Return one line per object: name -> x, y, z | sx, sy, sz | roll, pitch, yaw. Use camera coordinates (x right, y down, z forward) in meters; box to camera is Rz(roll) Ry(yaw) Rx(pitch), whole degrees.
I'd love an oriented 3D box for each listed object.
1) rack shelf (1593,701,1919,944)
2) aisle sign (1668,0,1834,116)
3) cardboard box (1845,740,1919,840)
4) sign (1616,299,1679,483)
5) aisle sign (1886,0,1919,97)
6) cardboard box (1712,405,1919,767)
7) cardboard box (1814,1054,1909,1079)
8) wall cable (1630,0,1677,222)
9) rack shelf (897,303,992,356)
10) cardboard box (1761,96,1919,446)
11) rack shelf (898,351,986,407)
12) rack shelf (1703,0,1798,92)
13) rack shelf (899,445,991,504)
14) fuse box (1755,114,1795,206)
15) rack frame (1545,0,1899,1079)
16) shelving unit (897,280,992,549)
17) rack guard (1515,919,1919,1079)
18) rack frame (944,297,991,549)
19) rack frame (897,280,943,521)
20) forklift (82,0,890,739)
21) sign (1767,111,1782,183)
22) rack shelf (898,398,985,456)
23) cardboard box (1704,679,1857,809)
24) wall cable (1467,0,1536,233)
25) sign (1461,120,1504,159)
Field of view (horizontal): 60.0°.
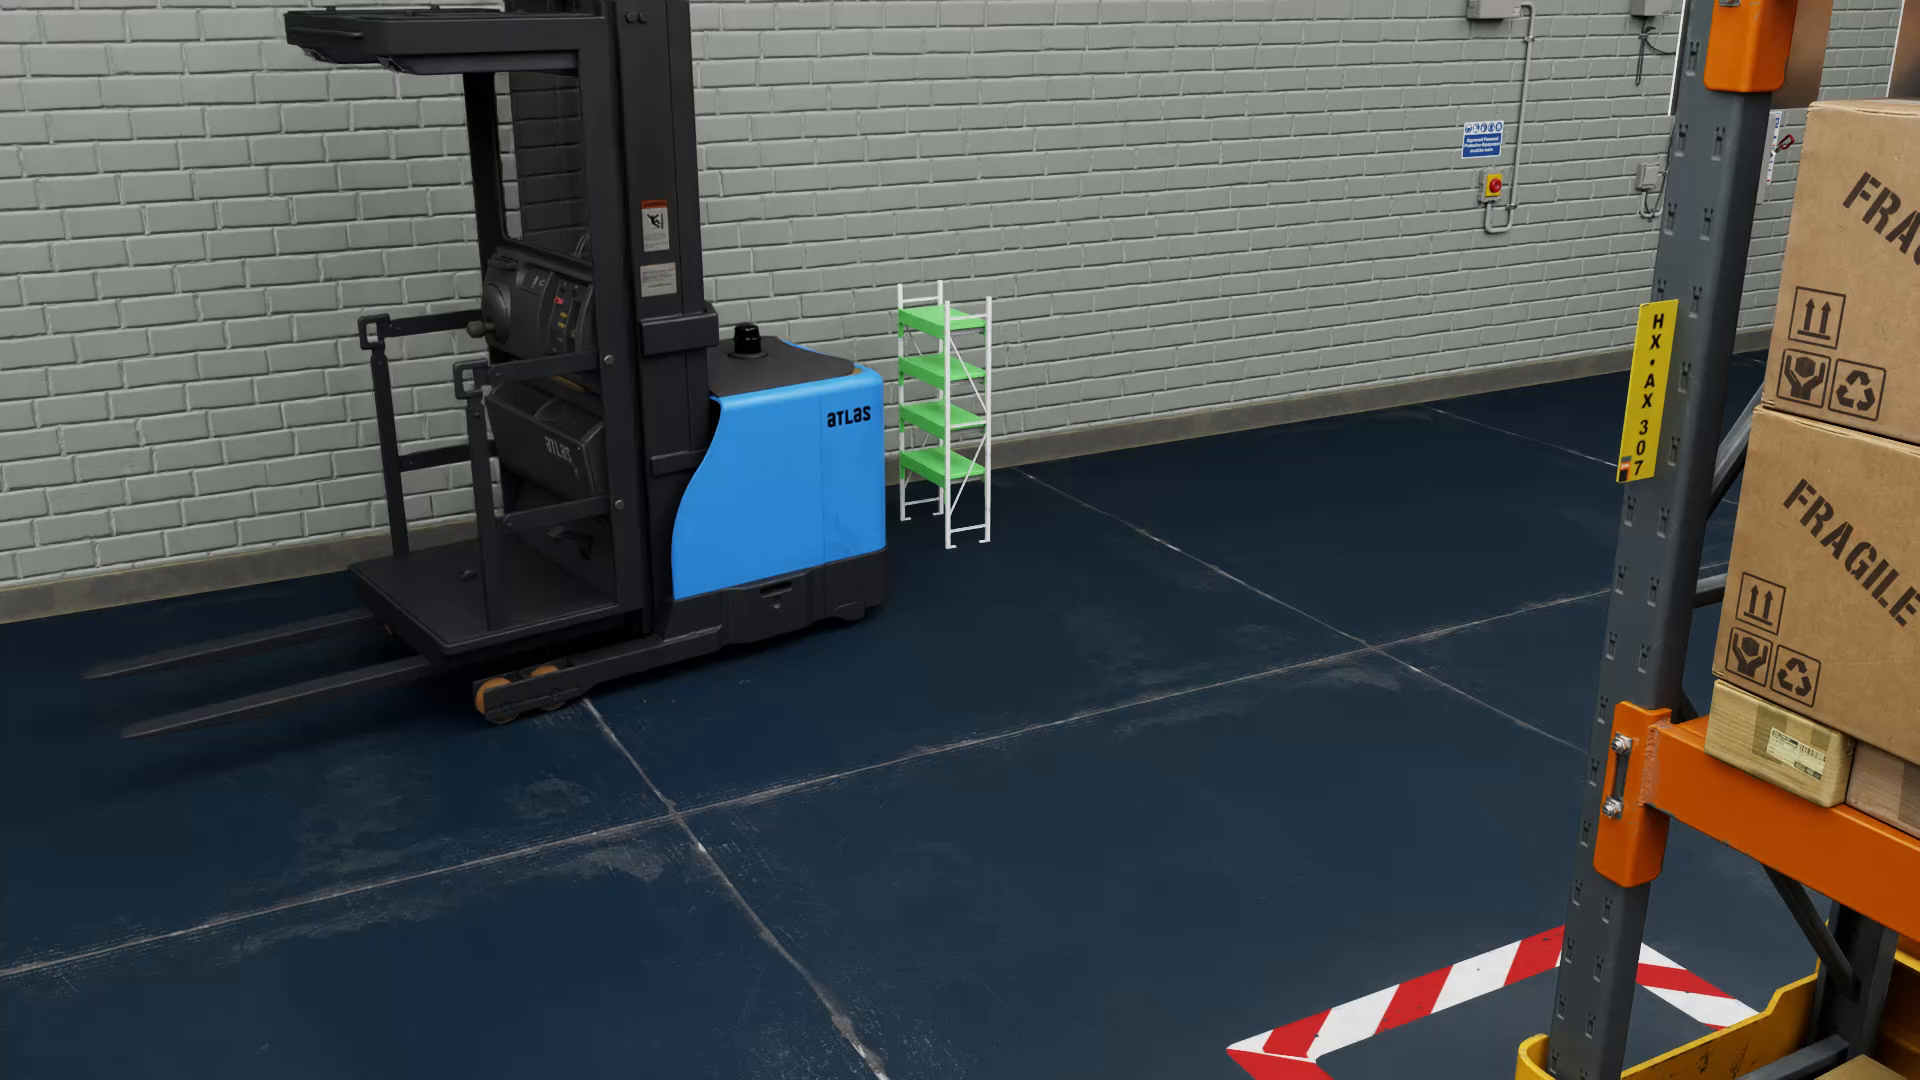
rack shelf -> 2.657, 0.975, 1.809 | 1.077, 0.370, 4.000 | -10, 21, -27
aisle sign -> 1.409, -1.142, 2.858 | 0.394, 0.787, 0.004 | -10, 21, -27
cardboard box -> 1.730, 0.390, 2.787 | 0.380, 0.149, 0.250 | -9, 21, -25
sign -> 1.230, -0.264, 2.971 | 0.100, 0.325, 0.005 | -10, 21, -27
aisle sign -> 1.937, -1.235, 3.127 | 0.394, 0.787, 0.004 | -10, 21, -27
cardboard box -> 1.677, 0.045, 2.794 | 0.500, 0.500, 0.500 | -9, 21, -24
cardboard box -> 1.657, 1.132, 3.067 | 0.380, 0.149, 0.250 | -11, 22, -29
wall cable -> 4.560, -3.053, 10.823 | 0.588, 1.984, 0.122 | -10, 21, -27
rack shelf -> -0.079, -1.008, 7.938 | 0.258, 0.148, 0.480 | -10, 21, -27
cardboard box -> 1.687, -0.430, 2.635 | 0.500, 0.500, 0.500 | -10, 21, -27
rack shelf -> -0.079, -0.781, 8.016 | 0.258, 0.148, 0.480 | -10, 21, -27
rack shelf -> 2.657, -0.443, 1.320 | 1.077, 0.370, 4.000 | -10, 21, -27
rack shelf -> -0.079, -0.327, 8.173 | 0.258, 0.148, 0.480 | -10, 21, -27
fuse box -> 5.235, -2.024, 11.374 | 0.539, 1.711, 0.414 | -10, 21, -27
rack frame -> 1.704, 0.062, 3.354 | 0.949, 2.616, 0.053 | -10, 21, -27
shelving unit -> -0.079, -0.615, 8.073 | 0.258, 1.200, 0.503 | -10, 21, -27
rack guard -> 1.743, 1.264, 3.700 | 1.175, 0.500, 0.348 | -10, 21, -27
rack frame -> 0.037, -0.545, 7.870 | 0.240, 1.200, 0.015 | -10, 21, -27
rack frame -> -0.194, -0.685, 8.276 | 0.240, 1.200, 0.015 | -10, 21, -27
forklift -> -1.783, -0.900, 6.246 | 3.031, 2.935, 1.130 | -14, 23, -35
sign -> 5.572, -2.724, 11.574 | 0.329, 0.494, 0.001 | -10, 21, -27
rack shelf -> -0.079, -0.554, 8.094 | 0.258, 0.148, 0.480 | -10, 21, -27
cardboard box -> 1.573, 0.324, 2.980 | 0.380, 0.149, 0.250 | -10, 21, -27
wall cable -> 3.318, -2.845, 10.172 | 0.585, 1.953, 0.123 | -10, 21, -27
sign -> 3.246, -2.488, 10.328 | 0.327, 0.218, 0.001 | -10, 21, -27
